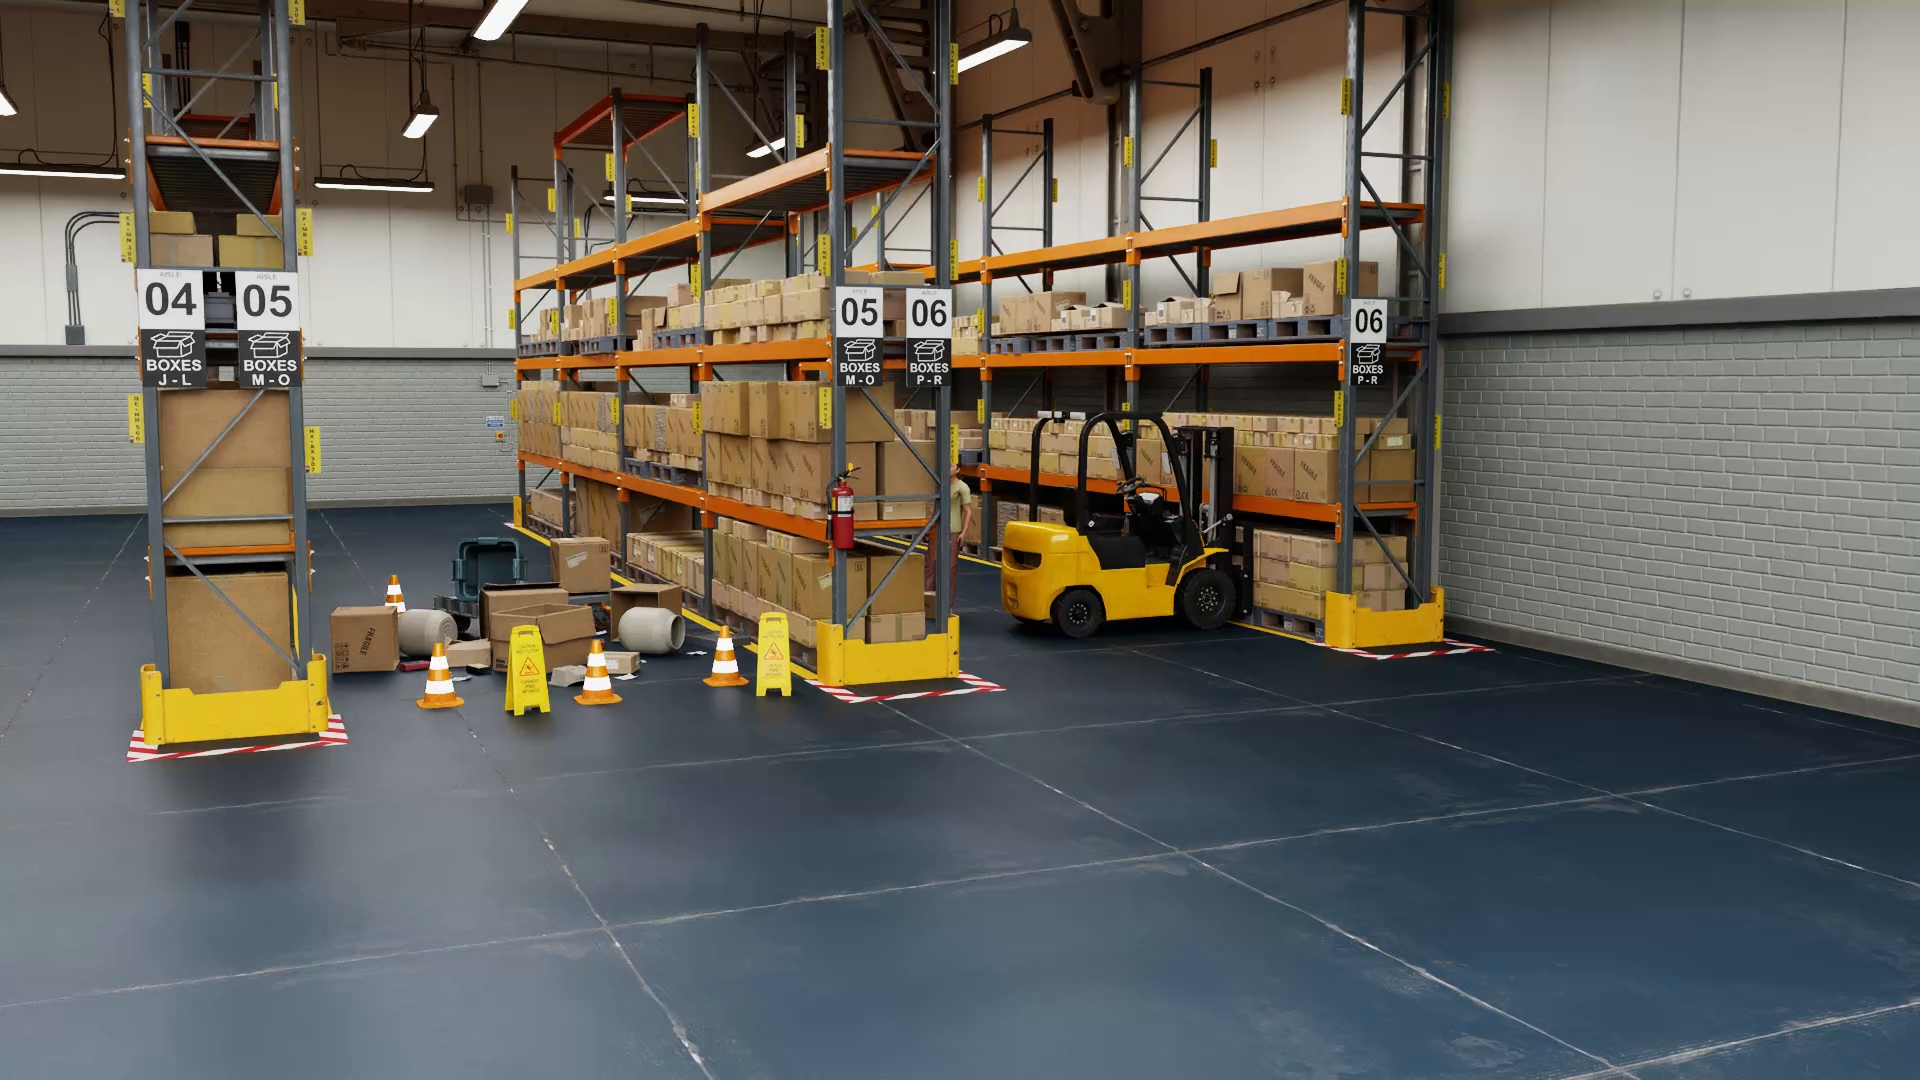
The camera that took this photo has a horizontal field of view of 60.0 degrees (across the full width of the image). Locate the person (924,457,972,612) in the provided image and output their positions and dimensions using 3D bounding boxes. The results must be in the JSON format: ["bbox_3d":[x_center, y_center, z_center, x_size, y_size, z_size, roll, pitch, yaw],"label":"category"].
[{"bbox_3d":[-0.186,0.065,17.487,0.552,1.427,0.548,4,7,37],"label":"person"}]
